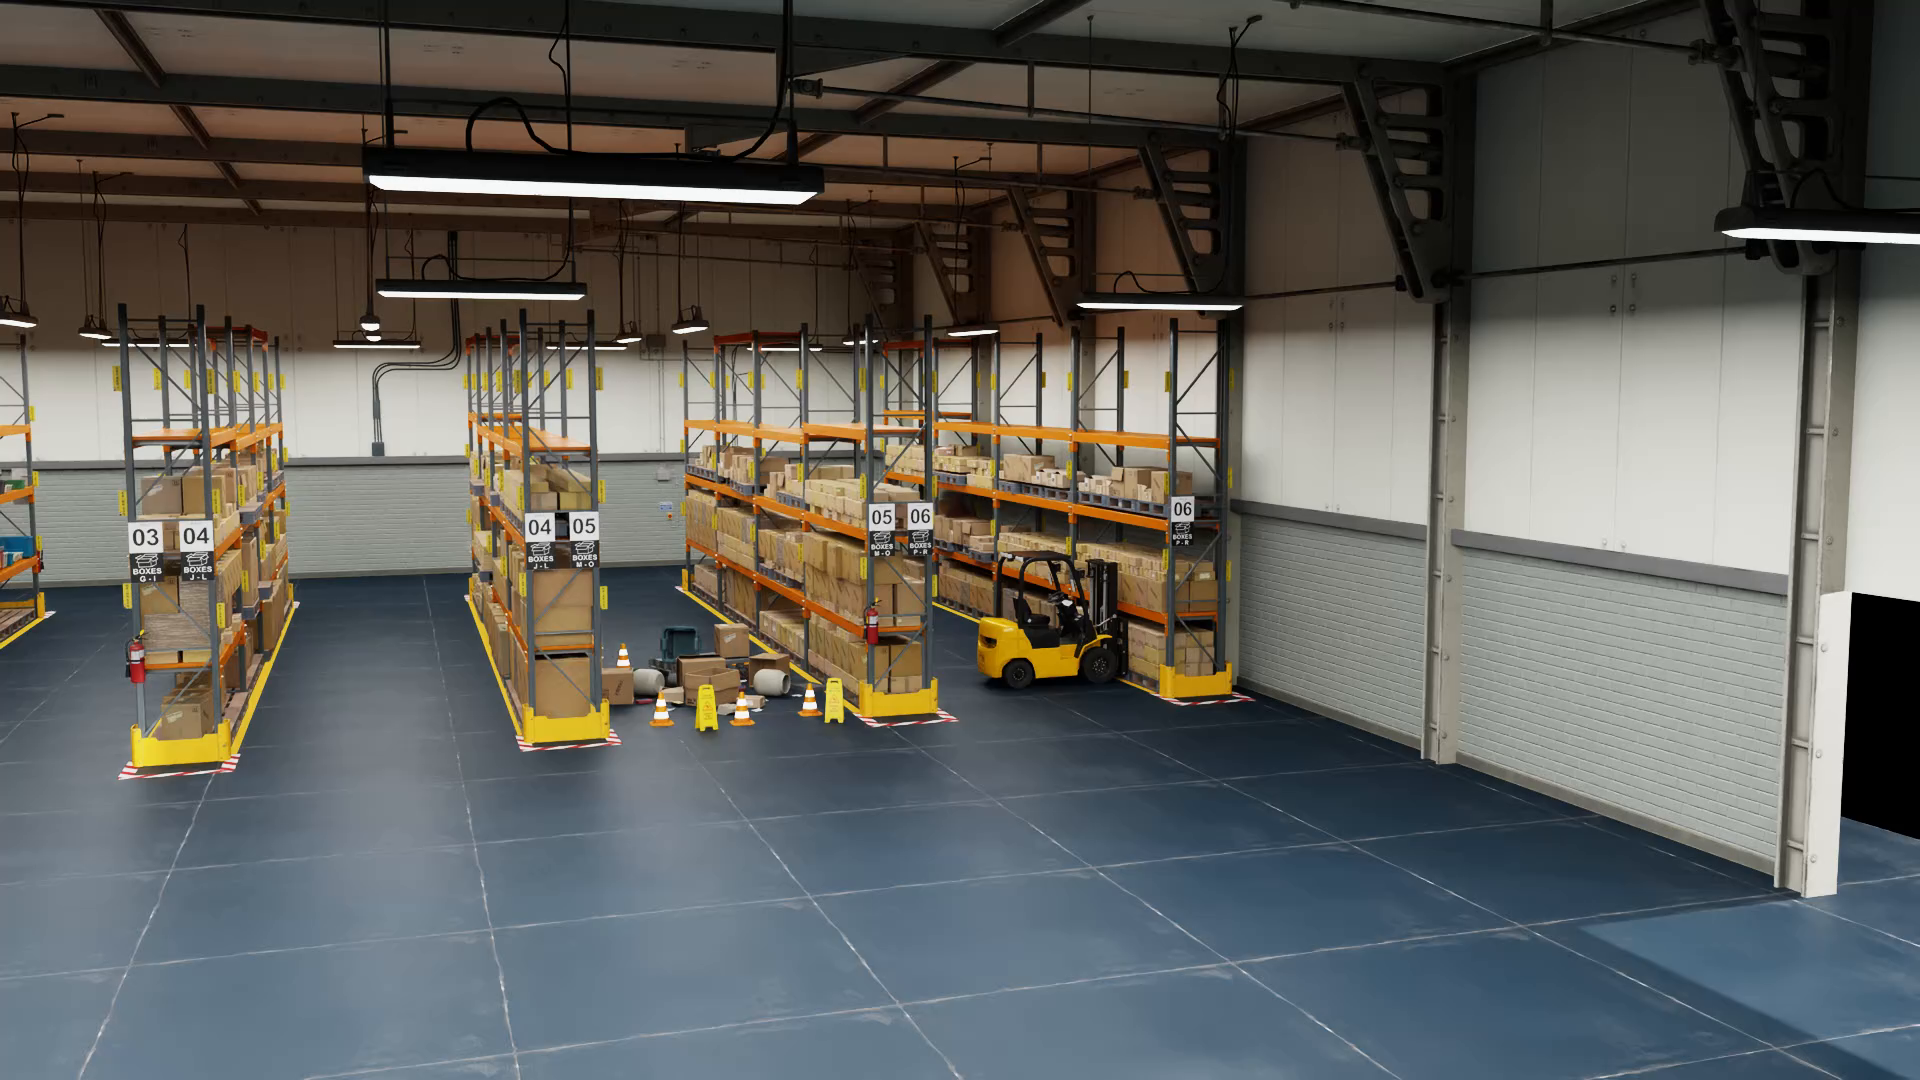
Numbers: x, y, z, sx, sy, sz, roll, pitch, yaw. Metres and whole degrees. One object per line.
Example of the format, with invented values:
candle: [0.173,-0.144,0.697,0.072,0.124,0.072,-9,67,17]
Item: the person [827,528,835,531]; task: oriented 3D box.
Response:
person: [-2.901,0.301,37.661,0.529,1.665,0.417,5,7,43]
